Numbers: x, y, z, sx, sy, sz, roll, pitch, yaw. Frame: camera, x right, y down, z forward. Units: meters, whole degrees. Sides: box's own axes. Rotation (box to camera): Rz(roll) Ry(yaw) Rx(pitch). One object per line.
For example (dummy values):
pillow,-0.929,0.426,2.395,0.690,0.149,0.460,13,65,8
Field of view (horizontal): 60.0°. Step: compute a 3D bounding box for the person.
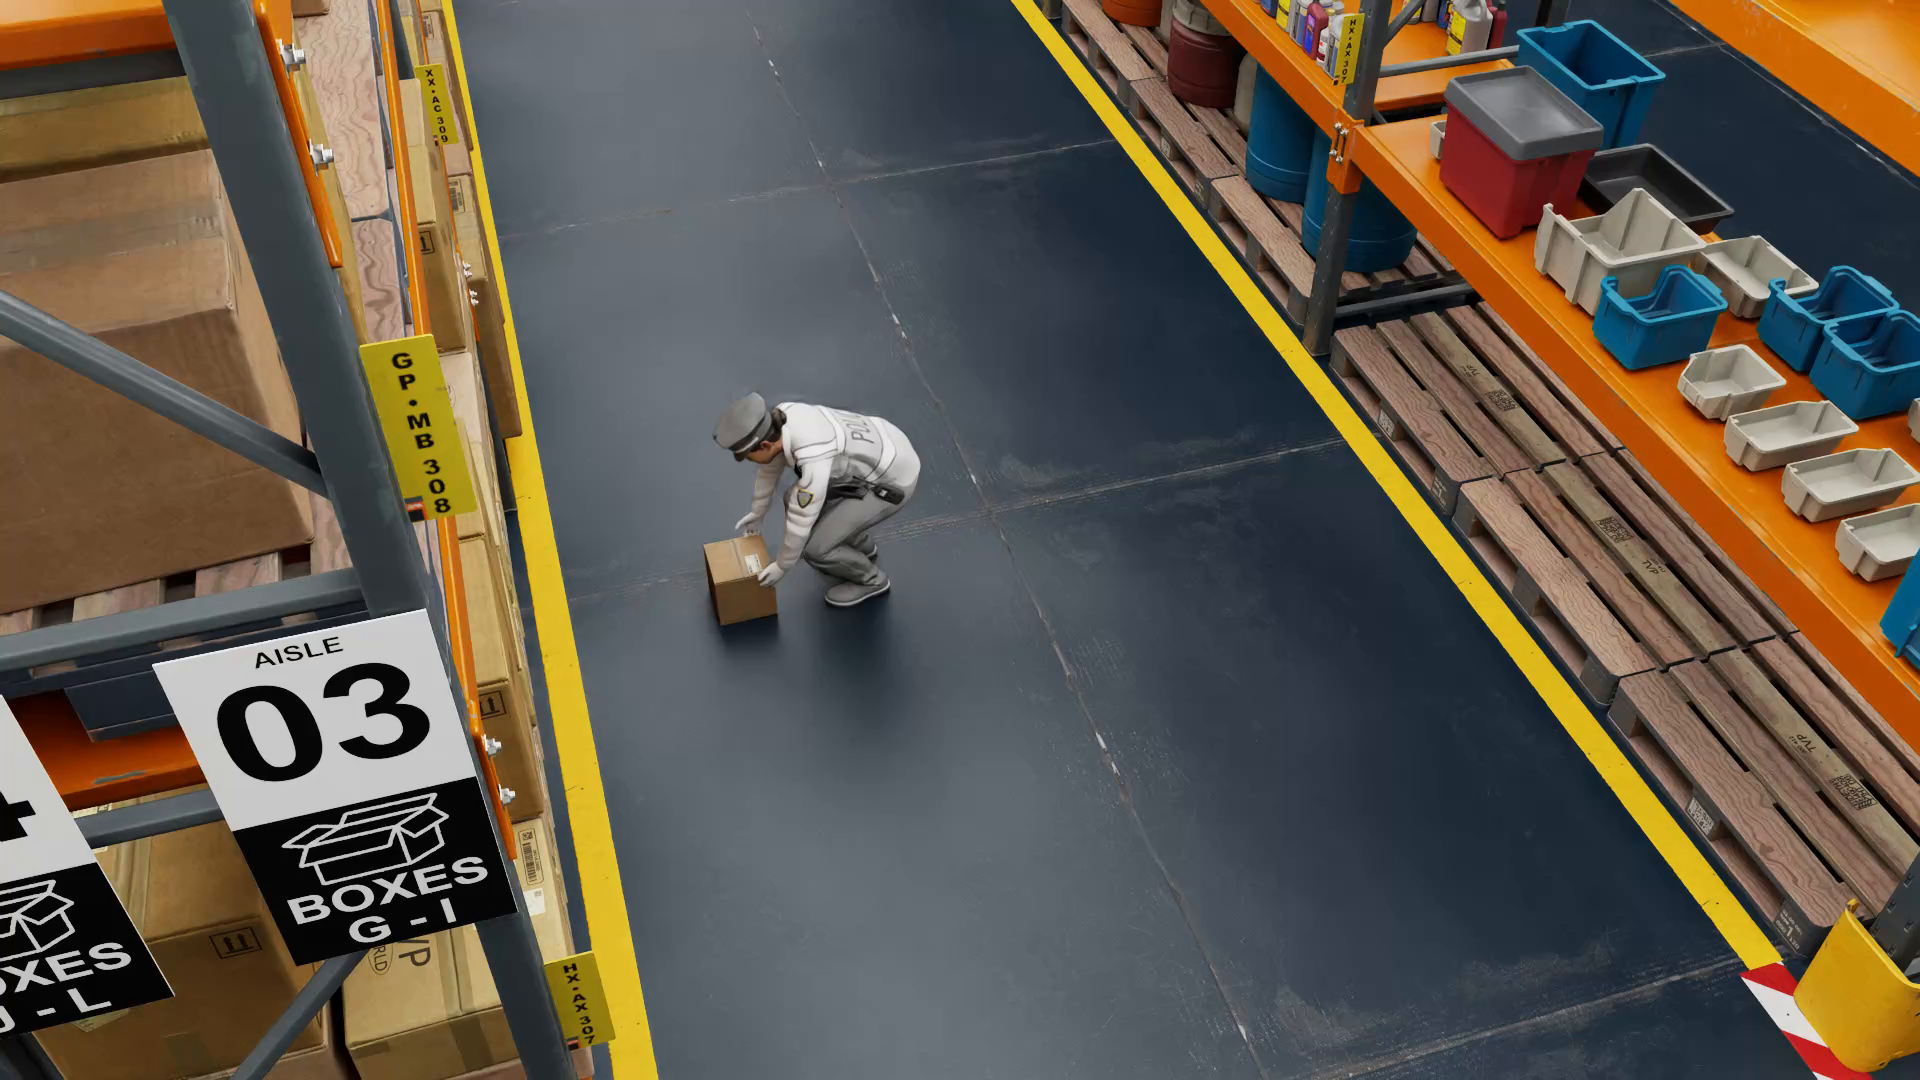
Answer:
person,-0.567,-0.190,6.808,0.827,1.075,0.506,-12,44,-13
